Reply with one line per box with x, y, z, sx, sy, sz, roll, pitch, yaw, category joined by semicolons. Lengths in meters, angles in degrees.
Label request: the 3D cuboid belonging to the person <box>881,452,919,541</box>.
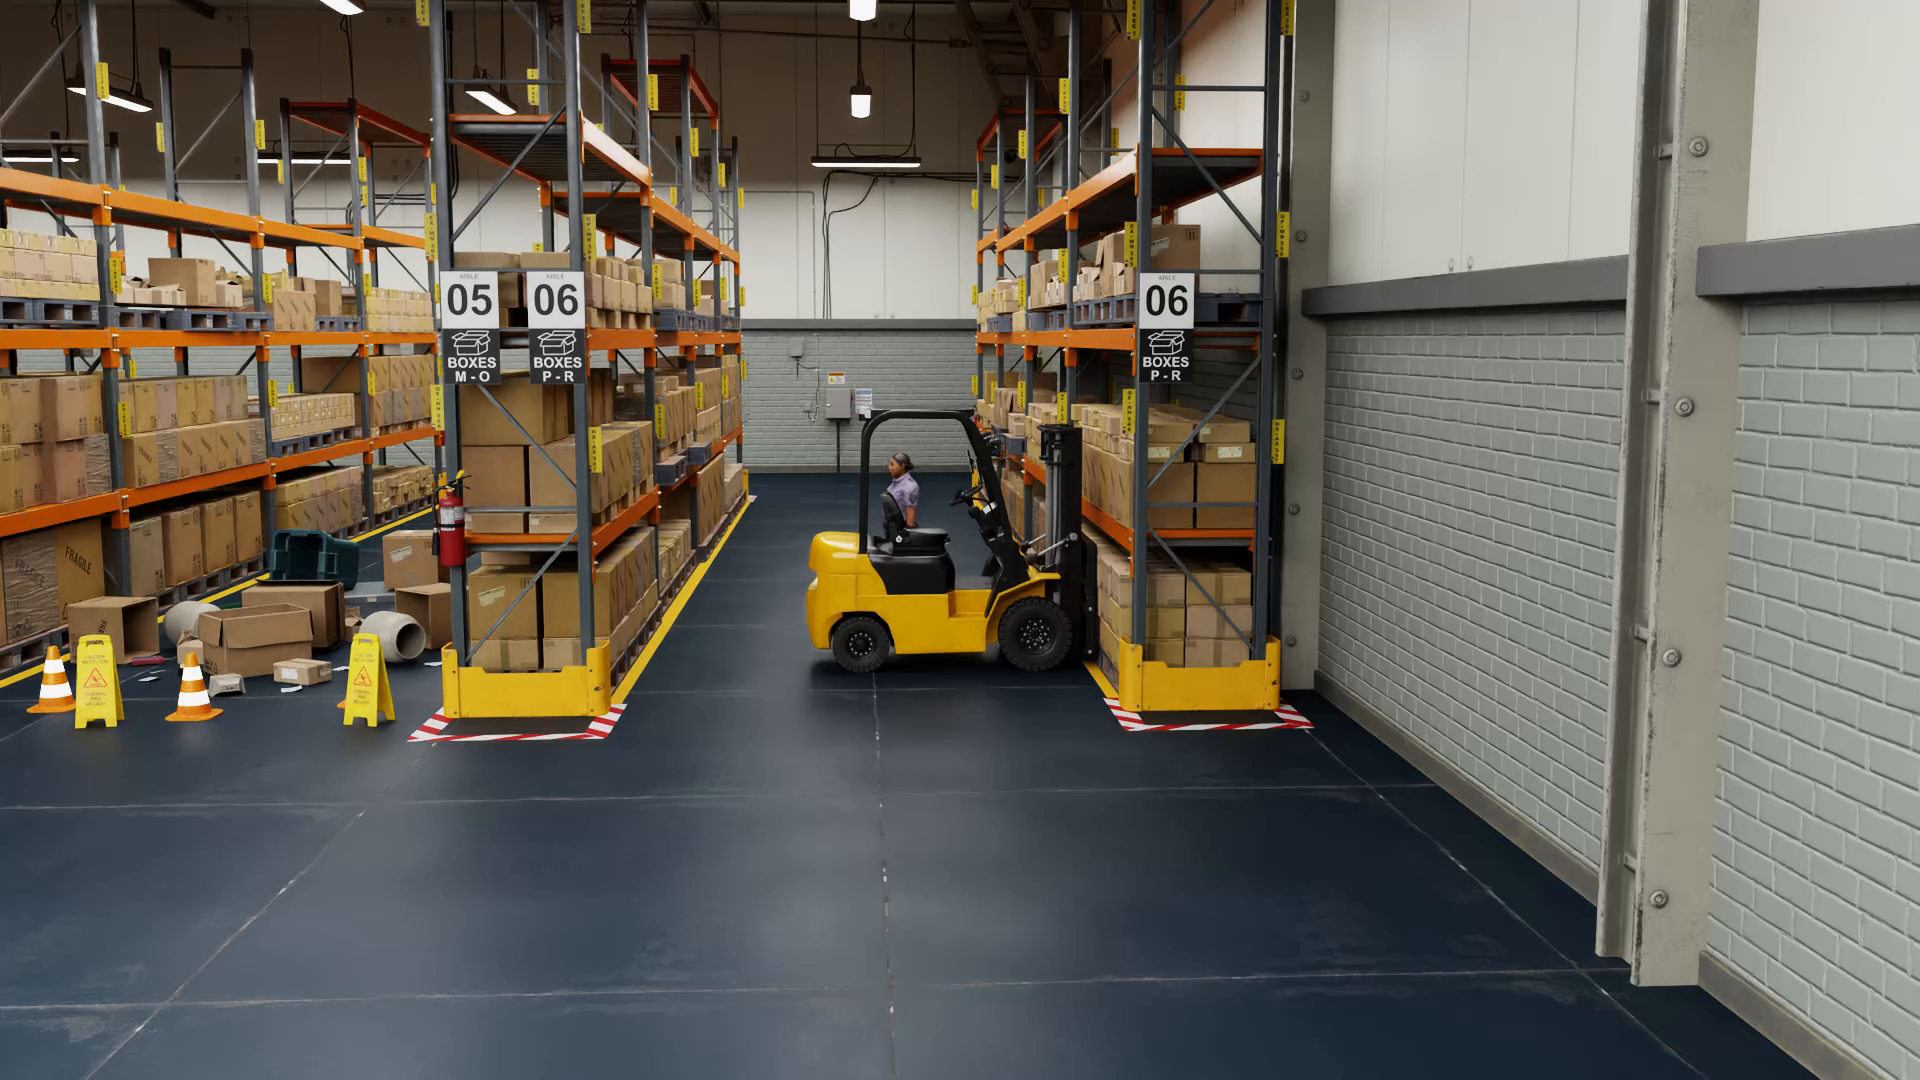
-0.571;-0.001;15.814;0.455;1.668;0.493;-3;8;-24;person
